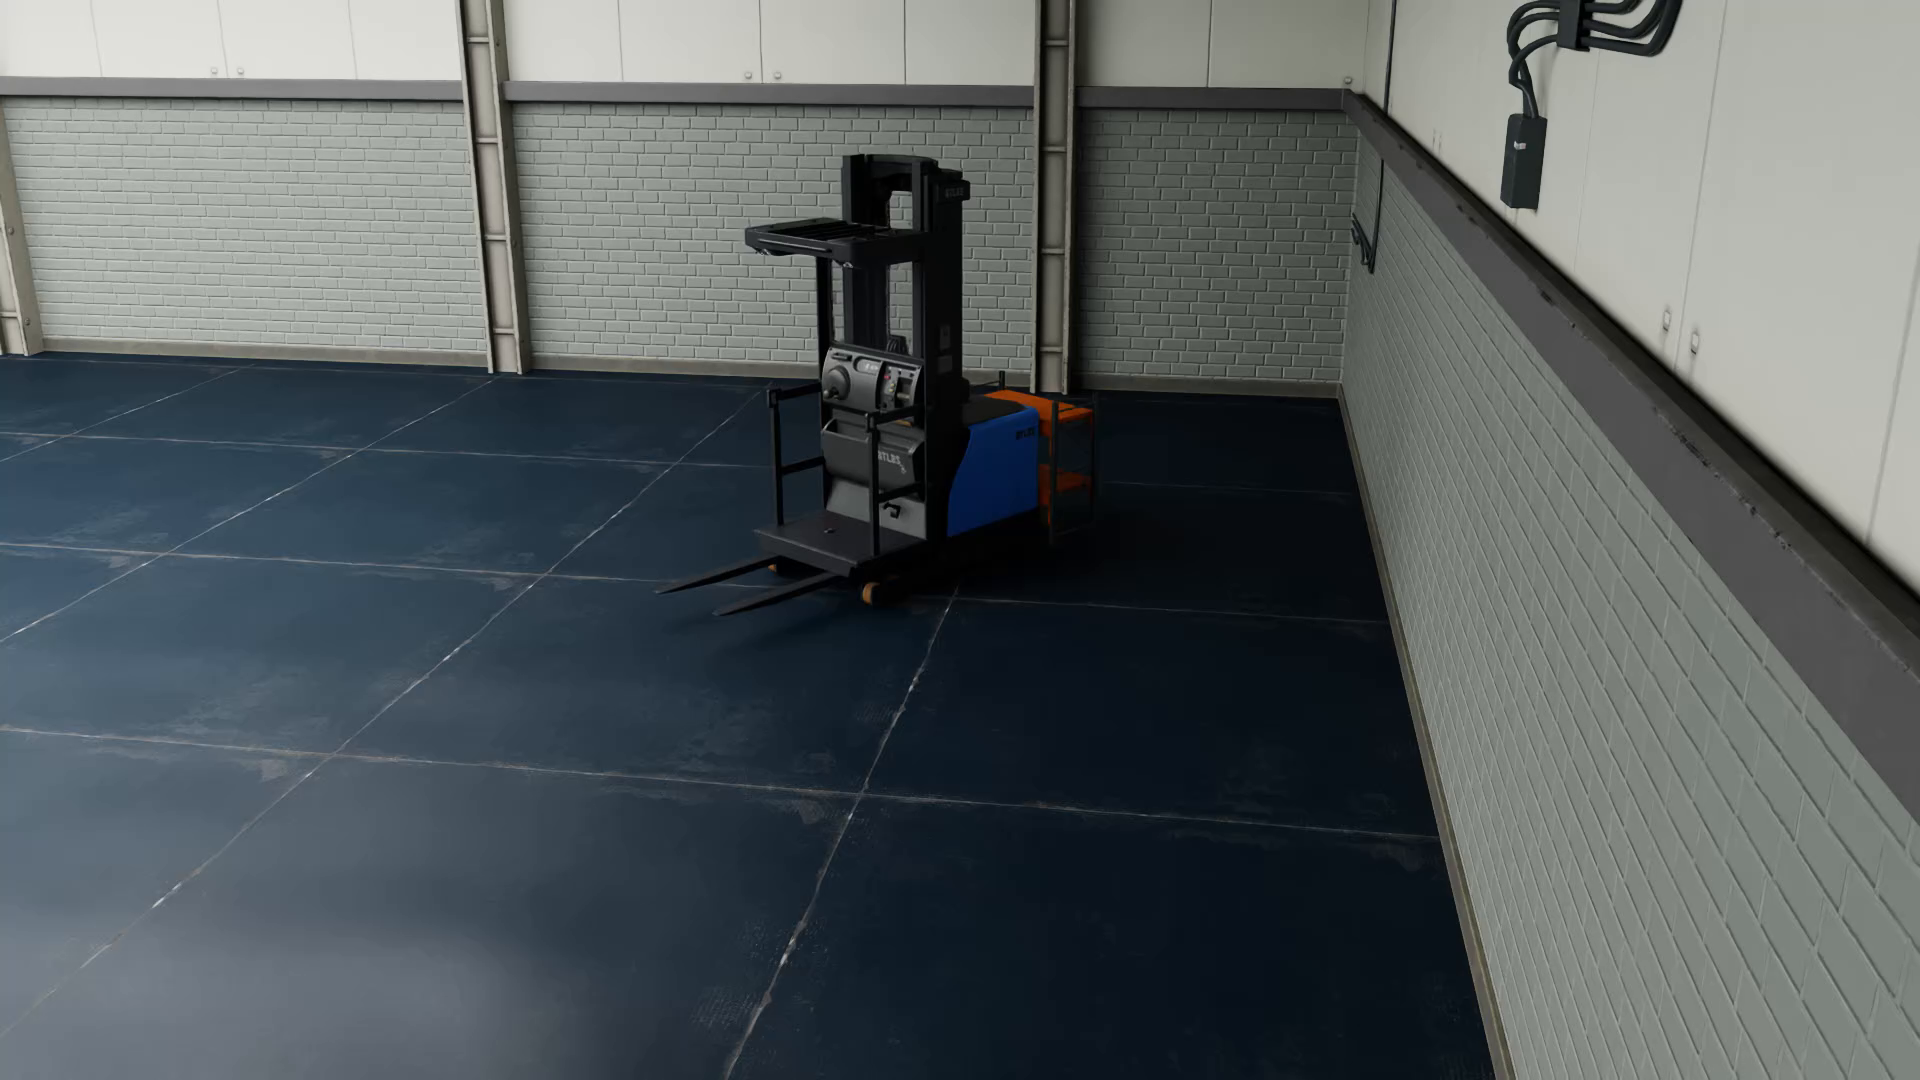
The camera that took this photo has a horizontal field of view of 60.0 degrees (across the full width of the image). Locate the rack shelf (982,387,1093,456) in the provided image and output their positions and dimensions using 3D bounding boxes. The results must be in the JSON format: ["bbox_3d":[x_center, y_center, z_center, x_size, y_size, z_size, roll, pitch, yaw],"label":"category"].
[{"bbox_3d":[0.520,-0.931,12.891,0.538,0.278,1.000,-17,25,-41],"label":"rack shelf"}]

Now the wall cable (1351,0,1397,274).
[{"bbox_3d":[3.651,-3.808,14.896,0.112,2.526,3.097,3,19,9],"label":"wall cable"}]

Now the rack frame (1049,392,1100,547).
[{"bbox_3d":[0.870,-0.537,12.634,0.500,1.125,0.032,-17,25,-41],"label":"rack frame"}]

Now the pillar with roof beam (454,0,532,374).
[{"bbox_3d":[-5.655,-4.796,12.956,0.400,9.000,9.100,3,19,9],"label":"pillar with roof beam"}]

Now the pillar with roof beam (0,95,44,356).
[{"bbox_3d":[-11.579,-5.098,13.858,0.400,9.000,9.100,3,19,9],"label":"pillar with roof beam"}]

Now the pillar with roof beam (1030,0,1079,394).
[{"bbox_3d":[0.269,-4.494,12.053,0.400,9.000,9.100,3,19,9],"label":"pillar with roof beam"}]

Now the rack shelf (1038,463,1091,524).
[{"bbox_3d":[0.520,-0.422,13.061,0.538,0.278,1.000,-17,25,-41],"label":"rack shelf"}]

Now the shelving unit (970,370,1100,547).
[{"bbox_3d":[0.520,-0.654,12.983,0.538,1.125,1.048,-17,25,-41],"label":"shelving unit"}]

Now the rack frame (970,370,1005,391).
[{"bbox_3d":[0.170,-0.771,13.333,0.500,1.125,0.032,-17,25,-41],"label":"rack frame"}]

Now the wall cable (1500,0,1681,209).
[{"bbox_3d":[2.129,-3.920,4.977,0.169,6.003,2.305,3,19,9],"label":"wall cable"}]

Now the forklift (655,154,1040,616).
[{"bbox_3d":[-0.765,-1.119,11.527,1.130,2.935,3.031,16,25,40],"label":"forklift"}]
